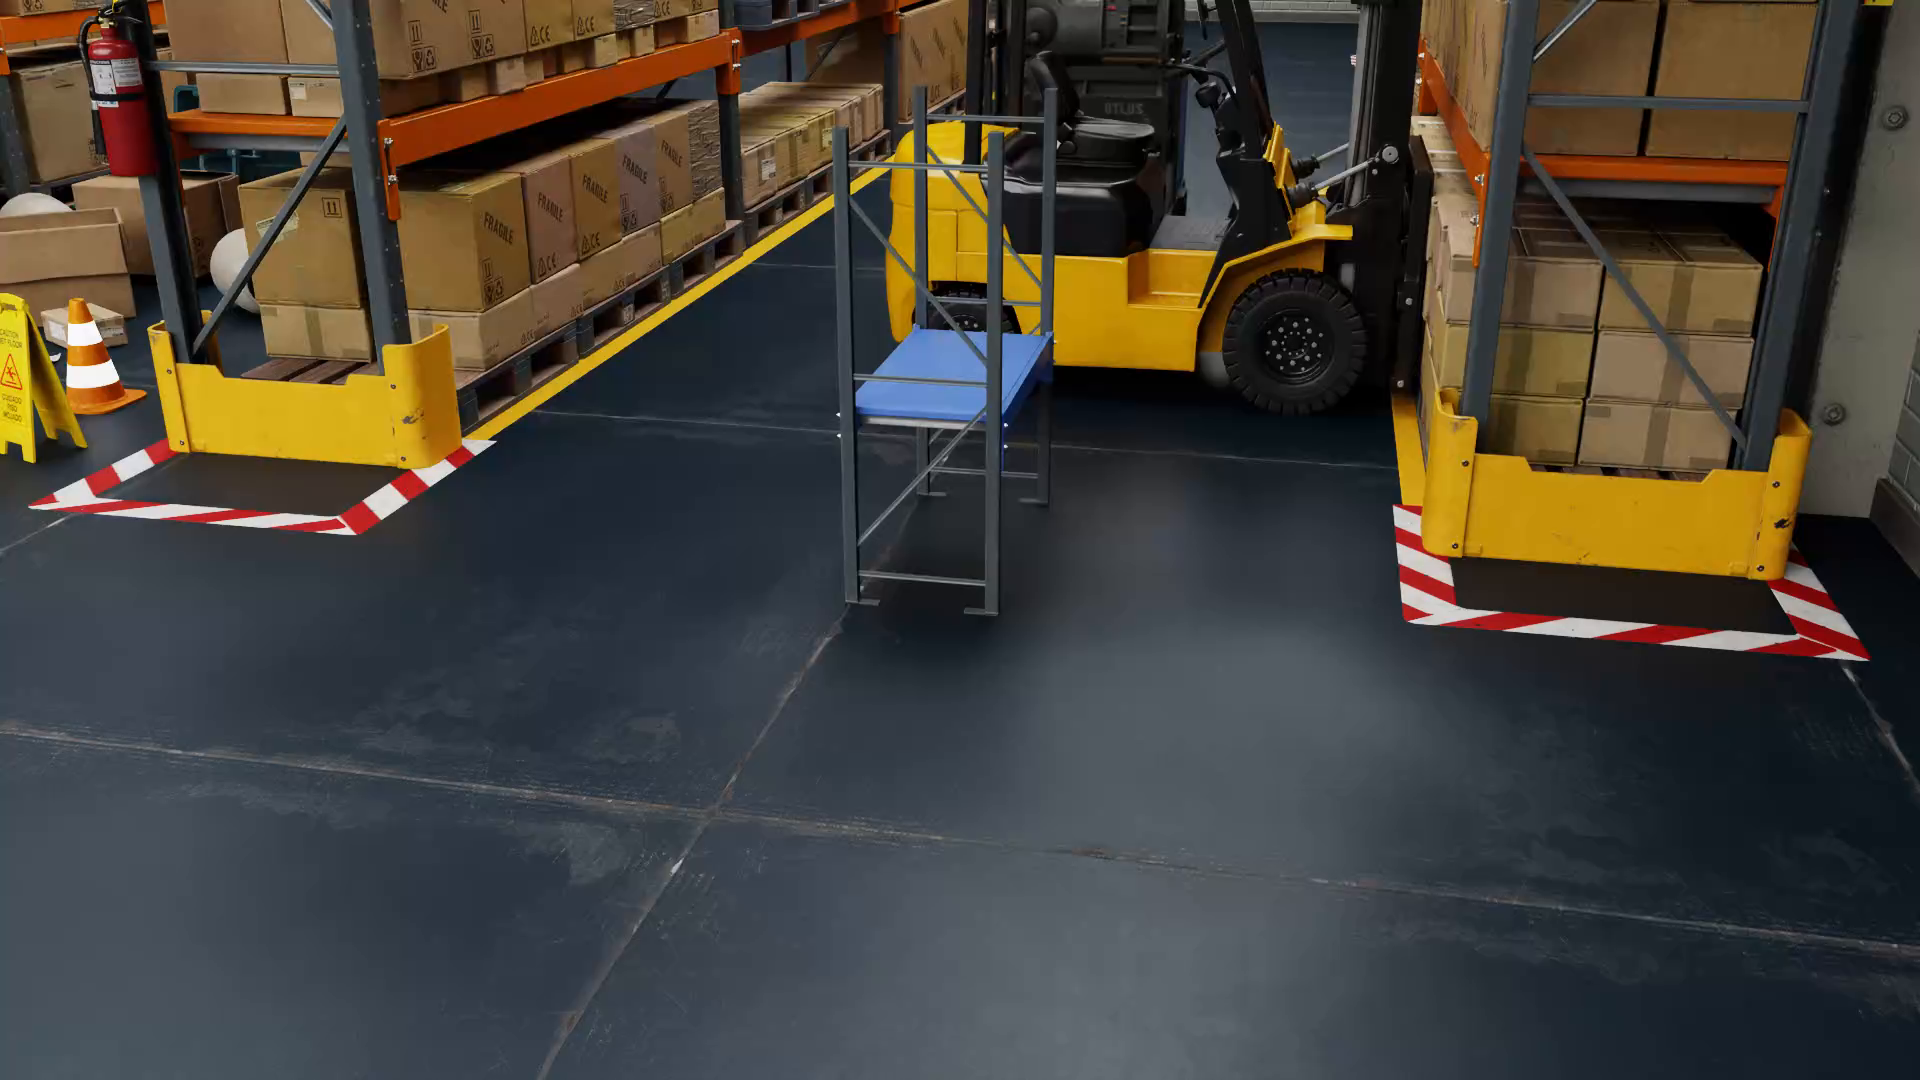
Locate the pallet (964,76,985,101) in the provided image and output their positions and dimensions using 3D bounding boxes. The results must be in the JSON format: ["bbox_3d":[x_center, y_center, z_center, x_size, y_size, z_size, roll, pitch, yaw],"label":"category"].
[{"bbox_3d":[-0.282,-4.553,16.876,1.003,0.211,1.213,4,22,11],"label":"pallet"}]

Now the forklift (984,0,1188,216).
[{"bbox_3d":[0.695,-2.971,9.306,1.130,2.935,3.031,4,22,10],"label":"forklift"}]

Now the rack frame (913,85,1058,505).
[{"bbox_3d":[0.086,-0.850,5.958,0.500,1.500,0.032,4,22,11],"label":"rack frame"}]

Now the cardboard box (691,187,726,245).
[{"bbox_3d":[-1.689,-1.891,9.652,0.500,0.250,0.500,5,23,13],"label":"cardboard box"}]

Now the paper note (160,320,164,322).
[{"bbox_3d":[-4.083,-1.160,8.708,0.148,0.019,0.142,13,25,29],"label":"paper note"}]

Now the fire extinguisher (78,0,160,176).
[{"bbox_3d":[-3.122,-1.703,6.170,0.296,0.674,0.183,4,22,11],"label":"fire extinguisher"}]

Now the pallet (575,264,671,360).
[{"bbox_3d":[-2.180,-1.219,8.598,1.003,0.211,1.213,4,22,11],"label":"pallet"}]

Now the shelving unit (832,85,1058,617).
[{"bbox_3d":[-0.017,-0.665,5.496,0.538,1.500,1.048,4,22,11],"label":"shelving unit"}]

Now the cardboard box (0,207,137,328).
[{"bbox_3d":[-4.767,-1.423,8.713,0.797,0.503,0.637,-11,25,-26],"label":"cardboard box"}]

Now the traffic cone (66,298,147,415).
[{"bbox_3d":[-3.822,-0.824,7.281,0.336,0.463,0.334,4,22,11],"label":"traffic cone"}]

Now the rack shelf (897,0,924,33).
[{"bbox_3d":[-0.607,-5.069,15.388,1.077,0.370,4.000,4,22,11],"label":"rack shelf"}]

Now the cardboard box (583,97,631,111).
[{"bbox_3d":[-2.216,-2.280,9.615,0.500,0.500,0.500,6,23,13],"label":"cardboard box"}]

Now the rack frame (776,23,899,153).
[{"bbox_3d":[-1.015,-4.671,13.437,1.000,3.000,0.127,4,22,11],"label":"rack frame"}]

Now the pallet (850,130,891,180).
[{"bbox_3d":[-1.176,-3.092,13.249,1.003,0.211,1.213,4,22,11],"label":"pallet"}]

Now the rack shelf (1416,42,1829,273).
[{"bbox_3d":[2.621,-1.766,7.187,1.077,0.370,4.000,4,22,11],"label":"rack shelf"}]

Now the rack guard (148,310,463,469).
[{"bbox_3d":[-2.632,-0.614,6.709,1.175,0.500,0.348,4,22,11],"label":"rack guard"}]

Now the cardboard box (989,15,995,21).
[{"bbox_3d":[0.217,-5.689,18.833,0.875,0.438,0.875,4,22,9],"label":"cardboard box"}]

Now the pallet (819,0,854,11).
[{"bbox_3d":[-1.379,-3.855,11.668,1.003,0.211,1.213,4,22,11],"label":"pallet"}]

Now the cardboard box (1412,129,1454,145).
[{"bbox_3d":[2.509,-1.875,8.275,0.500,0.250,0.500,4,22,11],"label":"cardboard box"}]

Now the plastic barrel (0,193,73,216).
[{"bbox_3d":[-5.427,-1.822,9.811,0.421,0.421,0.512,-16,27,-35],"label":"plastic barrel"}]

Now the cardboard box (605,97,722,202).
[{"bbox_3d":[-1.689,-2.239,9.512,0.500,0.500,0.500,4,22,10],"label":"cardboard box"}]

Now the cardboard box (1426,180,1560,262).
[{"bbox_3d":[2.193,-1.316,6.887,0.500,0.250,0.500,5,22,12],"label":"cardboard box"}]

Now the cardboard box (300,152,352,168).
[{"bbox_3d":[-2.730,-1.766,7.470,0.380,0.149,0.250,5,22,12],"label":"cardboard box"}]

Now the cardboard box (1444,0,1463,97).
[{"bbox_3d":[2.367,-2.176,7.108,0.500,0.500,0.500,5,22,11],"label":"cardboard box"}]

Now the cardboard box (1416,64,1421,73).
[{"bbox_3d":[3.704,-3.161,12.303,0.875,0.625,0.625,5,23,13],"label":"cardboard box"}]

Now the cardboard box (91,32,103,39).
[{"bbox_3d":[-10.011,-5.863,18.679,1.225,0.875,0.875,5,22,11],"label":"cardboard box"}]

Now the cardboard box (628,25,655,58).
[{"bbox_3d":[-1.802,-2.579,8.579,0.380,0.149,0.250,4,22,10],"label":"cardboard box"}]

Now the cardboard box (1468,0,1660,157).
[{"bbox_3d":[2.056,-1.615,5.714,0.500,0.500,0.500,4,22,10],"label":"cardboard box"}]

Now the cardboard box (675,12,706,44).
[{"bbox_3d":[-1.642,-2.859,9.275,0.380,0.149,0.250,5,22,12],"label":"cardboard box"}]

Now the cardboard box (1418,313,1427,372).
[{"bbox_3d":[2.221,-0.847,7.061,0.500,0.250,0.500,5,22,11],"label":"cardboard box"}]

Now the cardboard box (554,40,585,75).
[{"bbox_3d":[-2.010,-2.304,7.895,0.380,0.149,0.250,4,22,9],"label":"cardboard box"}]

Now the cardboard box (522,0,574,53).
[{"bbox_3d":[-2.074,-2.458,7.410,0.500,0.500,0.500,4,22,10],"label":"cardboard box"}]

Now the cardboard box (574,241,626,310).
[{"bbox_3d":[-2.001,-1.326,8.248,0.500,0.250,0.500,6,23,15],"label":"cardboard box"}]

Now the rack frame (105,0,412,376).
[{"bbox_3d":[-2.647,-1.746,6.173,1.000,3.000,0.127,4,22,11],"label":"rack frame"}]

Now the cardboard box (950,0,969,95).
[{"bbox_3d":[-0.424,-4.780,15.988,0.875,0.875,0.875,5,22,12],"label":"cardboard box"}]

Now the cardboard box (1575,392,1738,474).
[{"bbox_3d":[2.504,-0.453,6.081,0.500,0.250,0.500,5,22,11],"label":"cardboard box"}]

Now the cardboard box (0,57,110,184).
[{"bbox_3d":[-6.659,-2.934,11.573,1.050,0.750,0.750,4,22,11],"label":"cardboard box"}]

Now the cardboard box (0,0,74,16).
[{"bbox_3d":[-6.327,-3.767,11.058,0.500,0.500,0.500,5,22,12],"label":"cardboard box"}]

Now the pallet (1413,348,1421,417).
[{"bbox_3d":[2.579,-0.803,7.564,1.003,0.211,1.213,4,22,11],"label":"pallet"}]

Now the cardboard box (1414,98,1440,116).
[{"bbox_3d":[3.290,-2.400,10.413,0.875,0.625,0.625,4,22,10],"label":"cardboard box"}]

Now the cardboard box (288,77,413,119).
[{"bbox_3d":[-2.375,-1.738,6.489,0.380,0.149,0.250,5,22,11],"label":"cardboard box"}]

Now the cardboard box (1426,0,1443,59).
[{"bbox_3d":[2.683,-2.735,8.497,0.500,0.500,0.500,4,22,9],"label":"cardboard box"}]

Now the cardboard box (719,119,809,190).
[{"bbox_3d":[-1.583,-2.640,11.348,0.950,0.372,0.625,6,23,14],"label":"cardboard box"}]

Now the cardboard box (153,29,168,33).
[{"bbox_3d":[-6.094,-3.947,14.088,1.050,0.750,0.750,4,22,10],"label":"cardboard box"}]

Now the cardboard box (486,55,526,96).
[{"bbox_3d":[-2.107,-2.011,7.168,0.380,0.149,0.250,5,22,12],"label":"cardboard box"}]

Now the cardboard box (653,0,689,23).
[{"bbox_3d":[-1.777,-3.023,8.811,0.500,0.500,0.500,5,23,13],"label":"cardboard box"}]

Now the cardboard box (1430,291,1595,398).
[{"bbox_3d":[2.006,-0.722,6.080,0.500,0.250,0.500,4,22,10],"label":"cardboard box"}]

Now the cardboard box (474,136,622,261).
[{"bbox_3d":[-1.995,-1.670,8.099,0.500,0.500,0.500,5,22,12],"label":"cardboard box"}]

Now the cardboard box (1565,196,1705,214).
[{"bbox_3d":[2.707,-1.278,6.792,0.500,0.250,0.500,4,22,11],"label":"cardboard box"}]

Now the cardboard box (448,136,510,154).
[{"bbox_3d":[-2.526,-1.701,8.176,0.500,0.500,0.500,4,22,10],"label":"cardboard box"}]

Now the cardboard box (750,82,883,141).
[{"bbox_3d":[-1.140,-3.441,13.339,0.950,0.372,0.625,3,22,7],"label":"cardboard box"}]

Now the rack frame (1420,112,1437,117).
[{"bbox_3d":[3.029,-2.831,8.869,1.000,3.000,0.127,4,22,11],"label":"rack frame"}]
